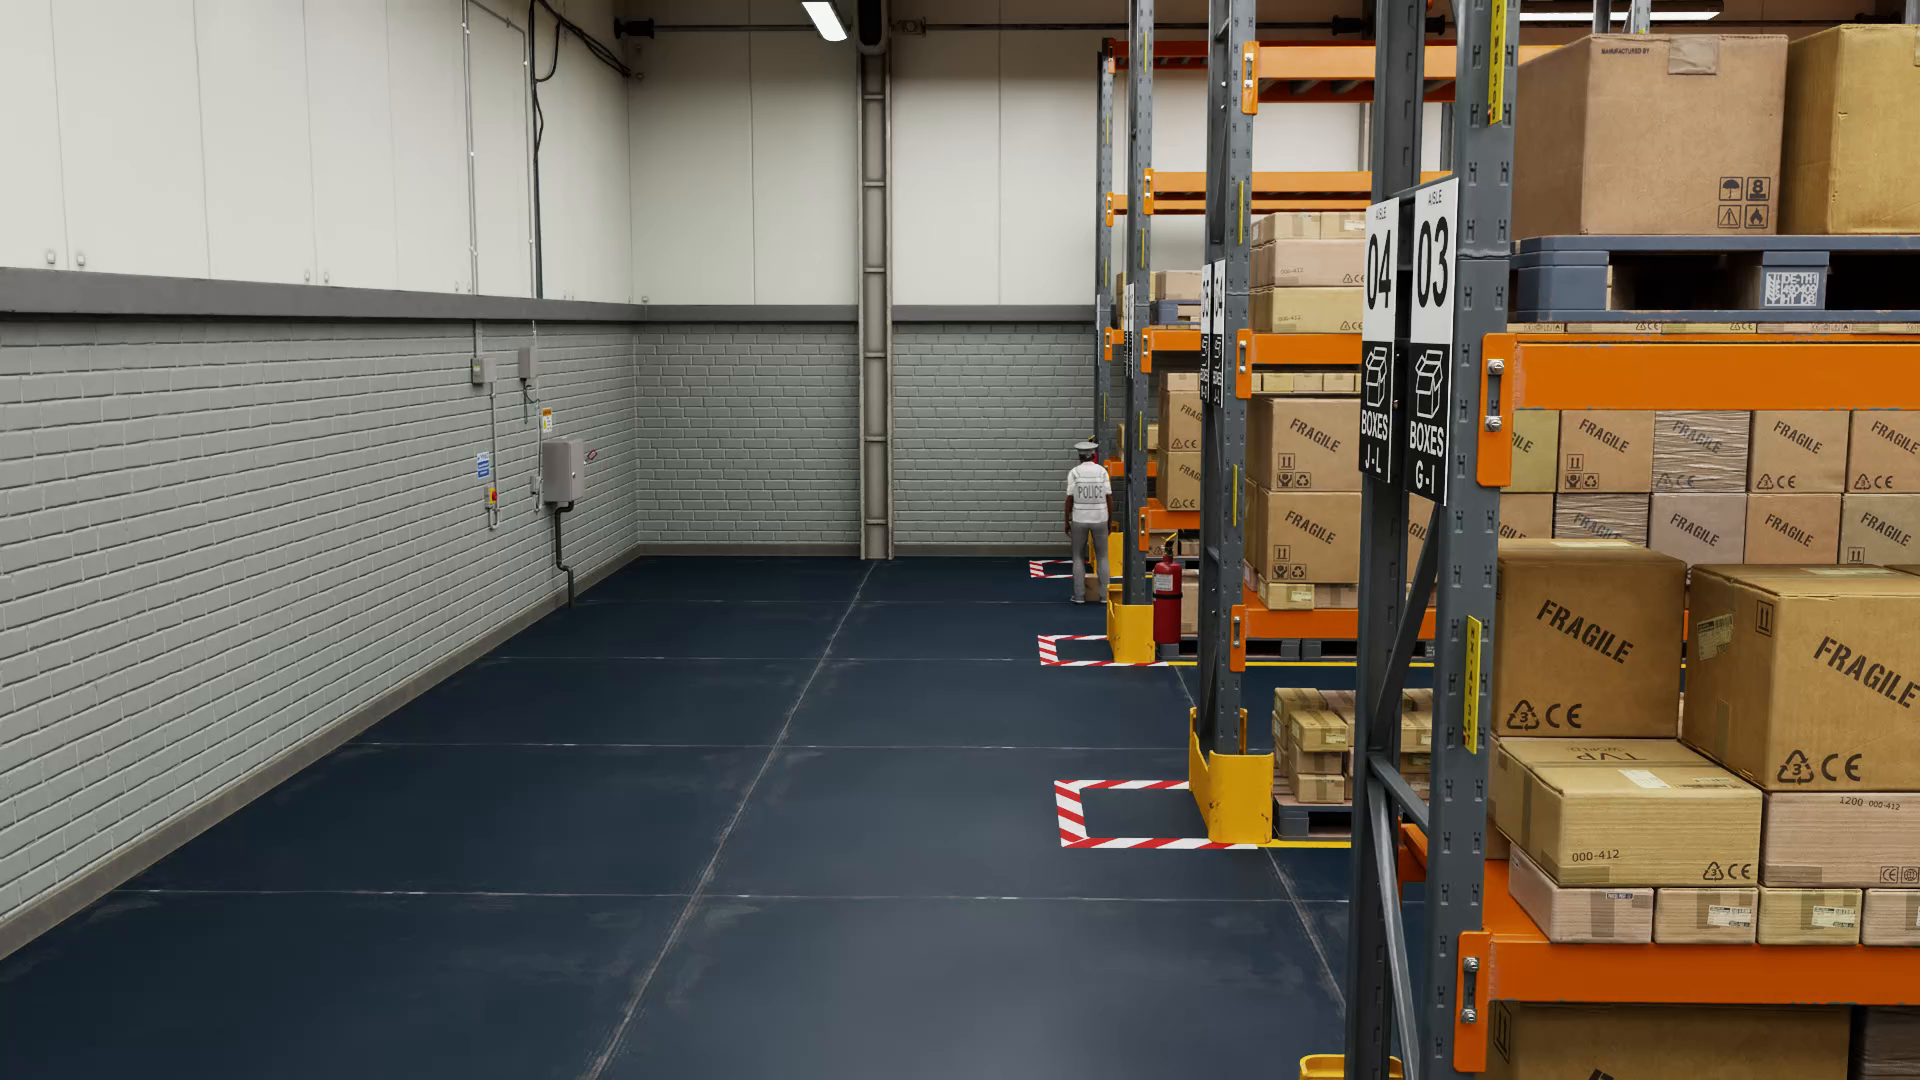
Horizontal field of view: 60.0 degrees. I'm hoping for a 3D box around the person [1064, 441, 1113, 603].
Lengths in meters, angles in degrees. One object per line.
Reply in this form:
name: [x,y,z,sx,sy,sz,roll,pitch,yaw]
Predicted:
person: [1.337,-0.174,17.118,0.532,1.662,0.395,0,7,-2]
